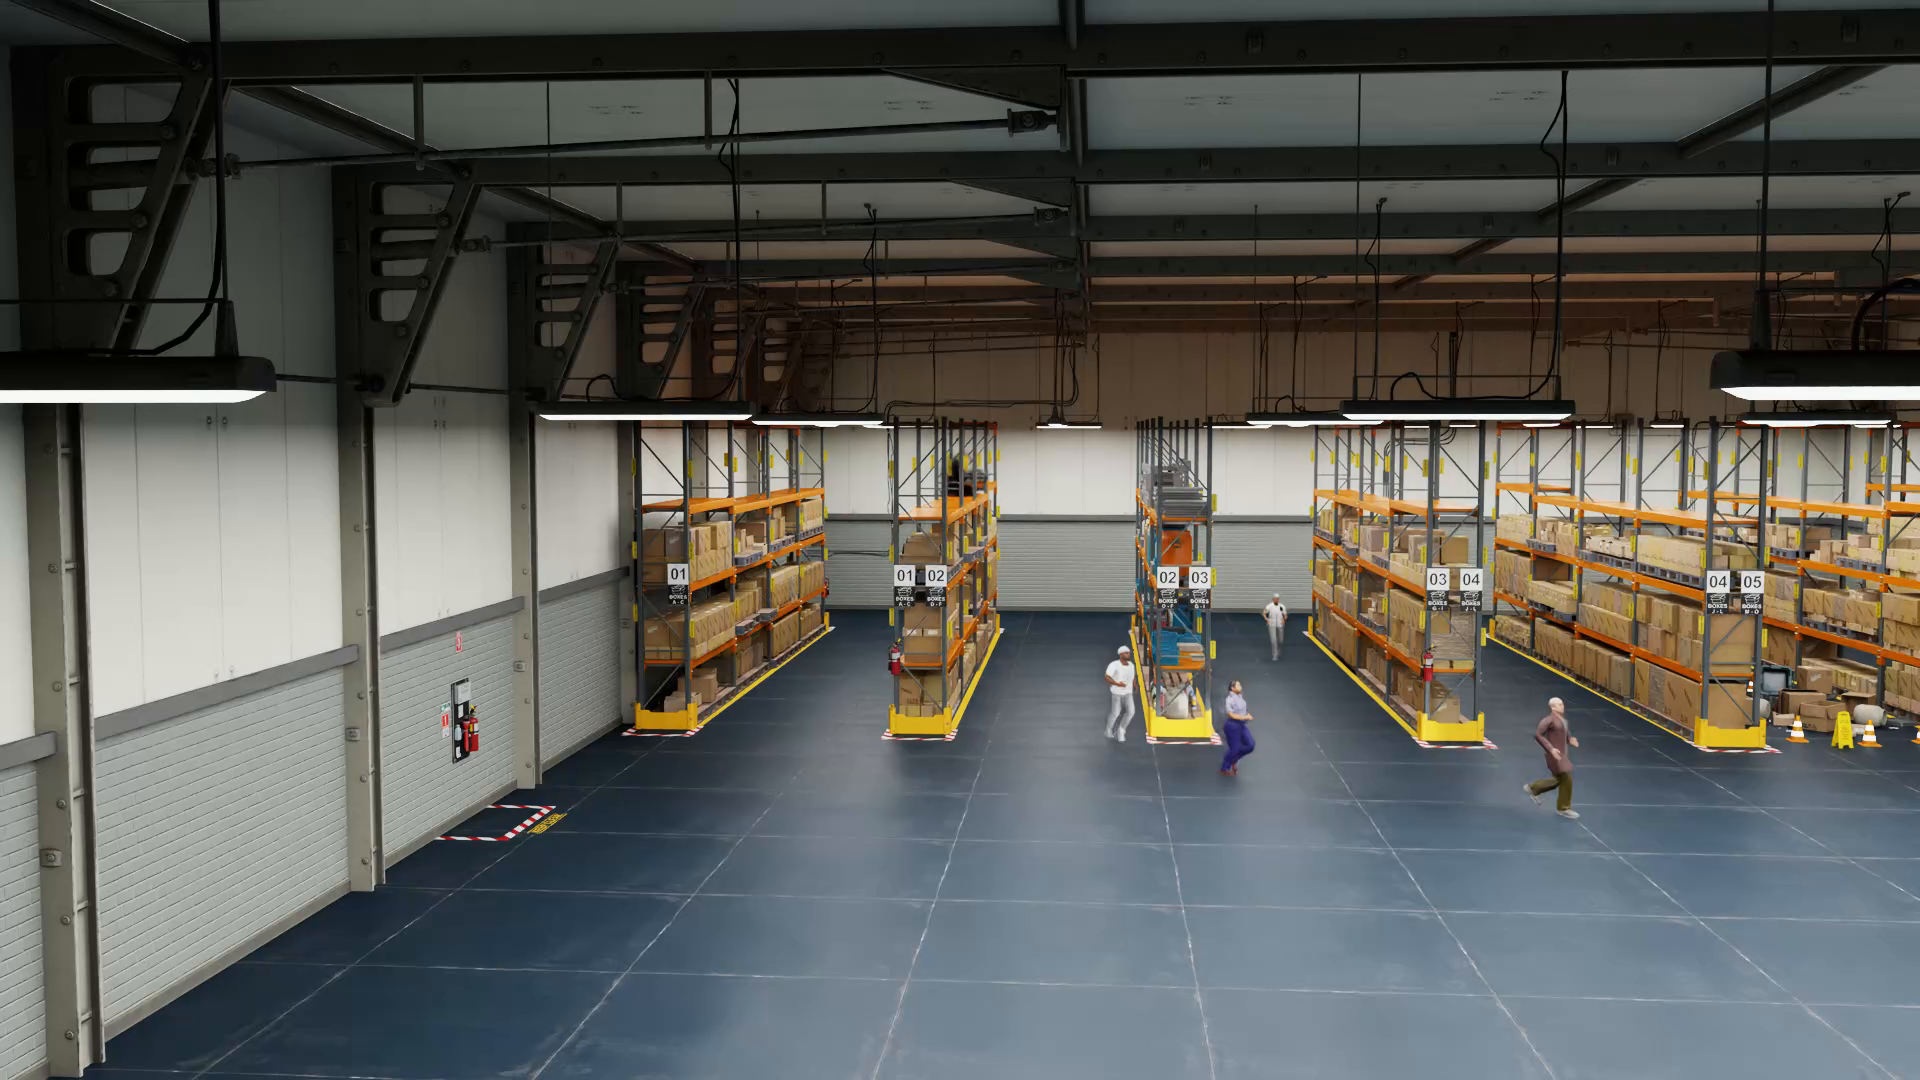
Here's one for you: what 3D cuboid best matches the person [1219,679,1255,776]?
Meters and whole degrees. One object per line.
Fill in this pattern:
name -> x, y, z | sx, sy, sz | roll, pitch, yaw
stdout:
person -> 4.606, 3.111, 27.557 | 0.593, 1.610, 0.590 | 2, 4, 32

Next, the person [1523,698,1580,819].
person -> 8.865, 3.228, 24.848 | 0.858, 1.775, 0.704 | 3, 5, 39

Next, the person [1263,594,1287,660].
person -> 7.936, 2.177, 41.898 | 0.614, 1.648, 0.652 | 0, 4, 2

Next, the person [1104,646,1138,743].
person -> 3.010, 2.844, 30.737 | 0.757, 1.765, 0.657 | -2, 4, -26
